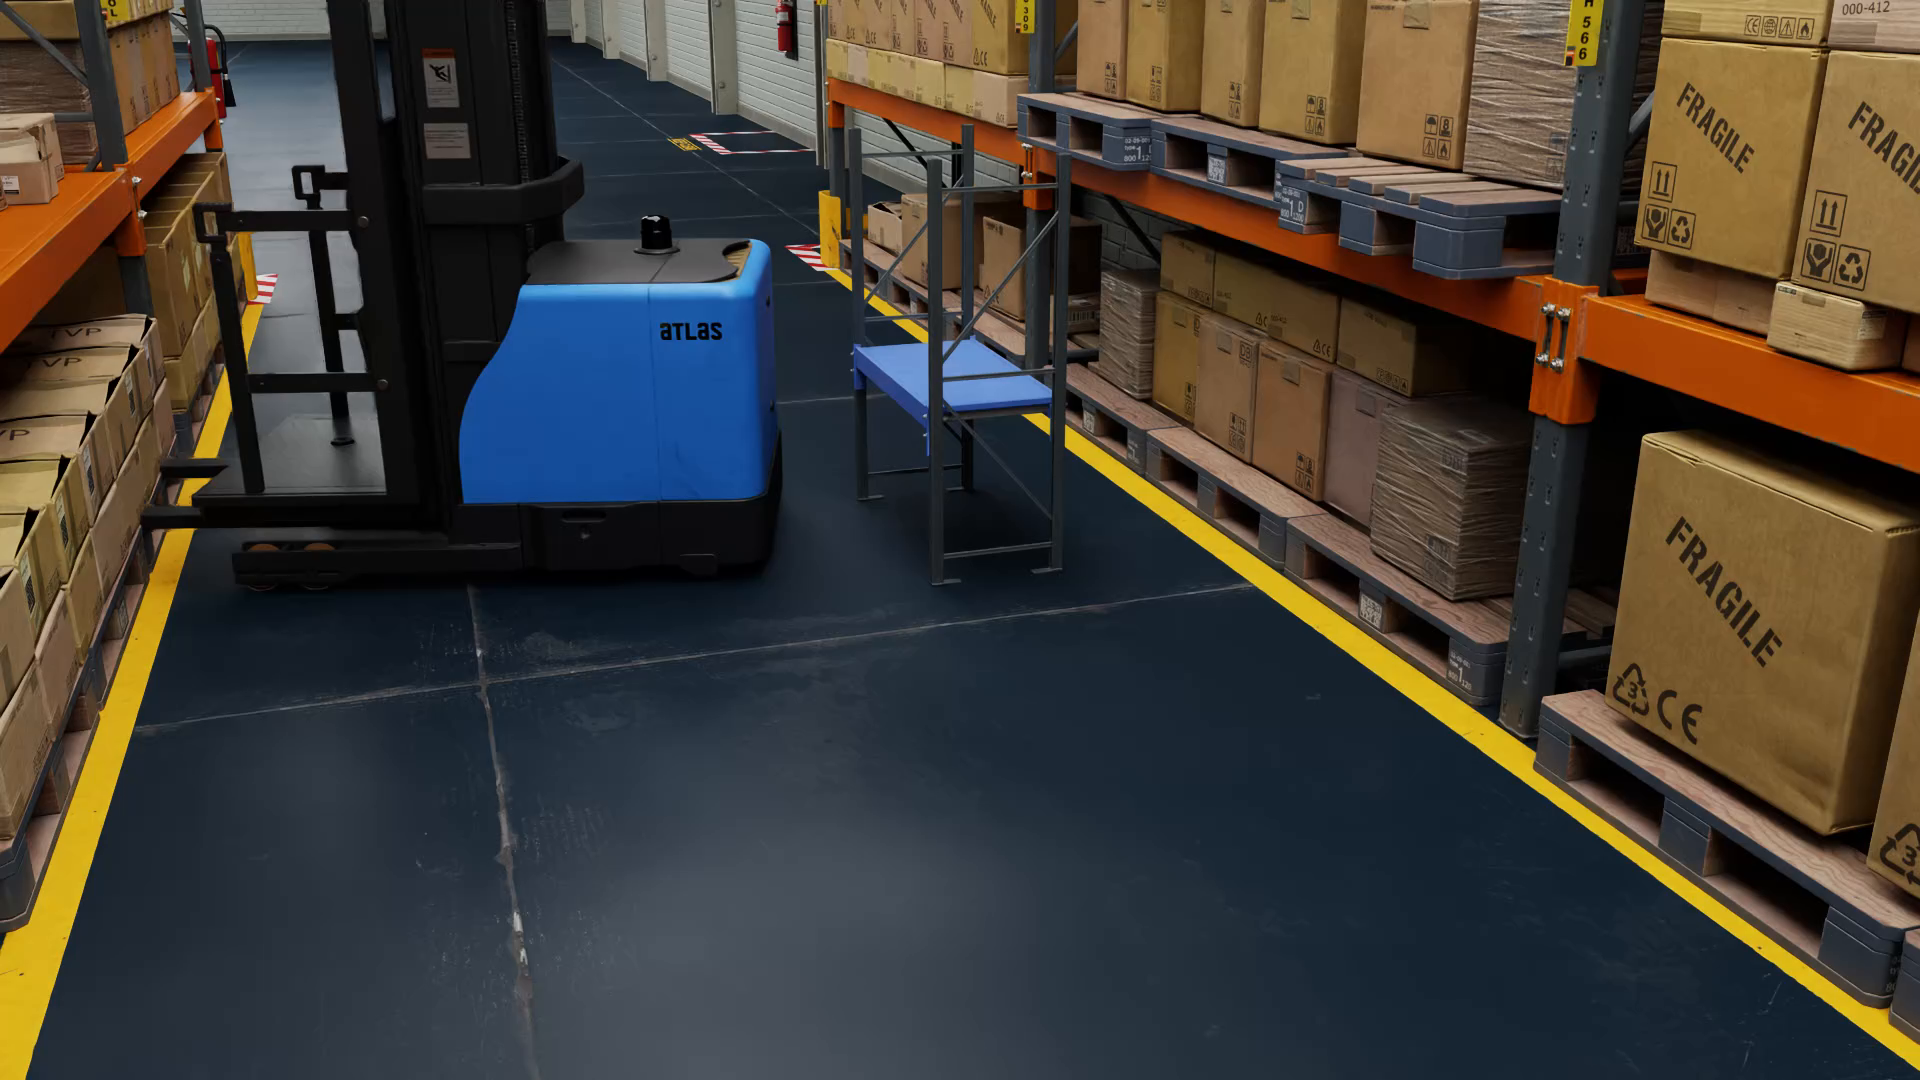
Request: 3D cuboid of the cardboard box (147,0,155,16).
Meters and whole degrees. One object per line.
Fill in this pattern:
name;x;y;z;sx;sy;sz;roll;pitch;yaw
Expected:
cardboard box;-4.514;-2.860;8.833;0.380;0.149;0.250;-6;21;-16

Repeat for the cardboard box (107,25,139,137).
cardboard box;-4.353;-2.176;7.889;0.700;0.500;0.500;-6;21;-16

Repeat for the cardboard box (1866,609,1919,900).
cardboard box;2.453;0.445;3.299;0.750;0.750;0.750;-6;21;-17

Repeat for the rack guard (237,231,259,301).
rack guard;-5.146;-1.772;10.610;1.175;0.500;0.348;-6;21;-17

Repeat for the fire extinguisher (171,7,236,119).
fire extinguisher;-4.735;-2.992;10.422;0.296;0.674;0.183;-6;21;-17

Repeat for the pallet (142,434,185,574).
pallet;-3.613;-0.112;6.417;1.003;0.211;1.213;-6;21;-17

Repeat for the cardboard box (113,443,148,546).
cardboard box;-3.157;-0.132;5.792;0.500;0.250;0.500;-6;21;-16

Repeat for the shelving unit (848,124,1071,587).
shelving unit;-0.027;-0.733;6.239;0.538;1.500;1.048;-6;21;-17

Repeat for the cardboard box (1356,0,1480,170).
cardboard box;1.719;-1.481;5.304;0.700;0.500;0.500;-8;21;-22

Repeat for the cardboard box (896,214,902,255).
cardboard box;-0.126;-1.995;10.861;0.500;0.311;0.500;-5;20;-13

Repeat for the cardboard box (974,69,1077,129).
cardboard box;0.383;-2.243;8.417;0.500;0.250;0.500;-6;21;-17

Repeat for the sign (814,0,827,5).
sign;-0.952;-3.818;11.328;0.100;0.325;0.005;-6;21;-17

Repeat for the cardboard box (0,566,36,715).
cardboard box;-2.510;0.260;3.872;0.500;0.311;0.500;-6;21;-15

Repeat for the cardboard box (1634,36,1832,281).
cardboard box;1.987;-0.914;3.907;0.500;0.500;0.500;-6;21;-16

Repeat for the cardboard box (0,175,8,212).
cardboard box;-3.490;-1.287;5.414;0.500;0.500;0.500;-5;20;-13

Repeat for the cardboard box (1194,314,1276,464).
cardboard box;1.399;-0.652;6.842;0.700;0.500;0.500;-6;21;-17

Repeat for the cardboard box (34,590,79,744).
cardboard box;-2.669;0.363;4.416;0.500;0.250;0.500;-7;21;-19

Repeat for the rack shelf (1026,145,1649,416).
rack shelf;1.449;-1.204;6.396;1.077;0.370;4.000;-6;21;-17

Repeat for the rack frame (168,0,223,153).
rack frame;-5.139;-2.941;10.166;1.000;3.000;0.127;-6;21;-17

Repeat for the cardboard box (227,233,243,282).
cardboard box;-4.690;-1.704;10.168;0.500;0.250;0.500;-6;21;-17

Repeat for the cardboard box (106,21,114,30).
cardboard box;-4.027;-2.363;7.451;0.380;0.149;0.250;-7;21;-18

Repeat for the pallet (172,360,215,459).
pallet;-4.092;-0.604;7.787;1.003;0.211;1.213;-6;21;-17

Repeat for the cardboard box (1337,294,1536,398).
cardboard box;1.682;-0.700;5.864;0.500;0.250;0.500;-6;21;-16

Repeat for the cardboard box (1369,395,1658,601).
cardboard box;1.801;-0.157;5.463;0.700;0.500;0.500;-6;21;-16

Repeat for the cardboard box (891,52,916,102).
cardboard box;-0.097;-2.725;9.758;0.500;0.250;0.500;-6;21;-17

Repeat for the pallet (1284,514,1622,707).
pallet;1.833;0.161;5.657;1.003;0.211;1.213;-6;21;-17

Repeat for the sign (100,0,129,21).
sign;-3.369;-2.225;6.579;0.100;0.325;0.005;-6;21;-17

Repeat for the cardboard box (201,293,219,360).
cardboard box;-4.044;-1.064;8.387;0.500;0.250;0.500;-6;21;-17

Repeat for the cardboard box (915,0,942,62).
cardboard box;0.068;-2.917;9.185;0.500;0.500;0.500;-7;21;-19

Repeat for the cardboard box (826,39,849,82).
cardboard box;-0.585;-3.217;11.127;0.500;0.250;0.500;-7;21;-19

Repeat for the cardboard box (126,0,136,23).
cardboard box;-4.272;-2.613;8.146;0.380;0.149;0.250;-7;21;-18

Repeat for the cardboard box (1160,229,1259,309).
cardboard box;1.209;-1.193;7.237;0.500;0.250;0.500;-7;21;-18

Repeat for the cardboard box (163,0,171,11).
cardboard box;-4.754;-3.107;9.521;0.380;0.149;0.250;-6;21;-16

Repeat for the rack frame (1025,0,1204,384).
rack frame;0.820;-2.185;8.061;1.000;3.000;0.127;-6;21;-17

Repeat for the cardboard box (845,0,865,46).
cardboard box;-0.427;-3.415;10.570;0.500;0.500;0.500;-6;21;-17

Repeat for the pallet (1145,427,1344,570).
pallet;1.453;-0.230;6.745;1.003;0.211;1.213;-6;21;-17

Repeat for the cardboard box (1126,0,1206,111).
cardboard box;1.116;-2.092;7.004;0.700;0.500;0.500;-4;20;-12

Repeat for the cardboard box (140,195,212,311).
cardboard box;-4.044;-1.416;8.260;0.500;0.500;0.500;-6;21;-17

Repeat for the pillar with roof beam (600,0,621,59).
pillar with roof beam;-11.026;-13.403;30.420;9.100;9.000;0.400;-6;21;-17

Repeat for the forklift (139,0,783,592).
forklift;-2.224;-1.380;5.922;3.031;2.935;1.130;-1;20;-3

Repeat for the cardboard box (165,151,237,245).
cardboard box;-4.688;-2.057;10.042;0.500;0.500;0.500;-6;21;-17

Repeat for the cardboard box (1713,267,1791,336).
cardboard box;2.032;-0.580;3.936;0.380;0.149;0.250;-6;21;-16

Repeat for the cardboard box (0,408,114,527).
cardboard box;-3.003;-0.237;5.255;0.500;0.311;0.500;-7;21;-18

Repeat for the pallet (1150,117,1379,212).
pallet;1.416;-1.442;6.276;1.003;0.211;1.213;-6;21;-17

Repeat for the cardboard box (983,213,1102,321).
cardboard box;0.456;-1.544;9.325;0.500;0.500;0.500;-8;21;-21

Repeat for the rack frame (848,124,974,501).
rack frame;-0.187;-0.896;6.693;0.500;1.500;0.032;-6;21;-17

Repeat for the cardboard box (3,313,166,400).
cardboard box;-3.482;-0.725;6.614;0.500;0.311;0.500;-6;21;-17

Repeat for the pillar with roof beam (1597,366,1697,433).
pillar with roof beam;-1.597;-3.776;3.617;9.100;9.000;0.400;-6;21;-17

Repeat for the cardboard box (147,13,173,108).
cardboard box;-4.834;-2.669;9.261;0.700;0.500;0.500;-6;21;-16
